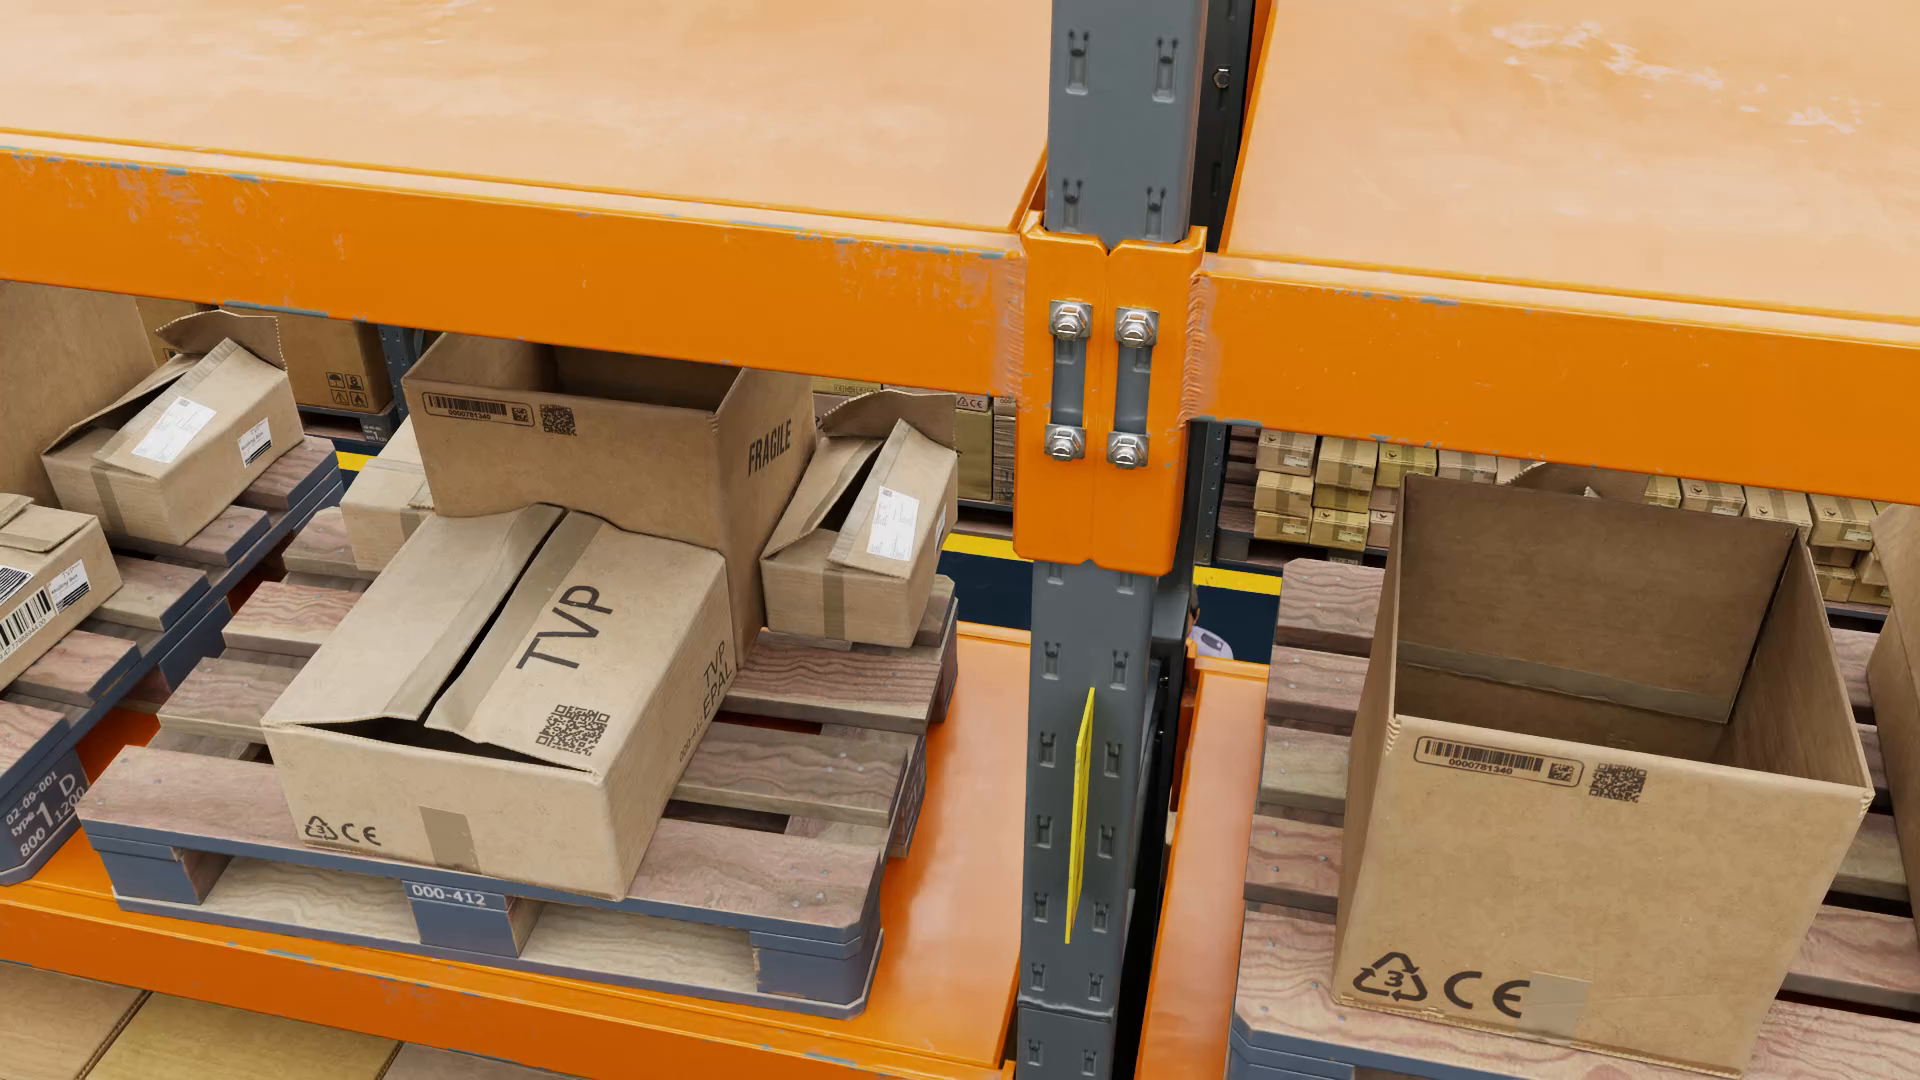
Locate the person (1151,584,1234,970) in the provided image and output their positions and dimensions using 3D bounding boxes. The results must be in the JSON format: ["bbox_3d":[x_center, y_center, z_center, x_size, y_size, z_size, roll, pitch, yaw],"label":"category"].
[{"bbox_3d":[0.639,0.799,5.584,0.506,1.656,0.423,7,37,9],"label":"person"}]
